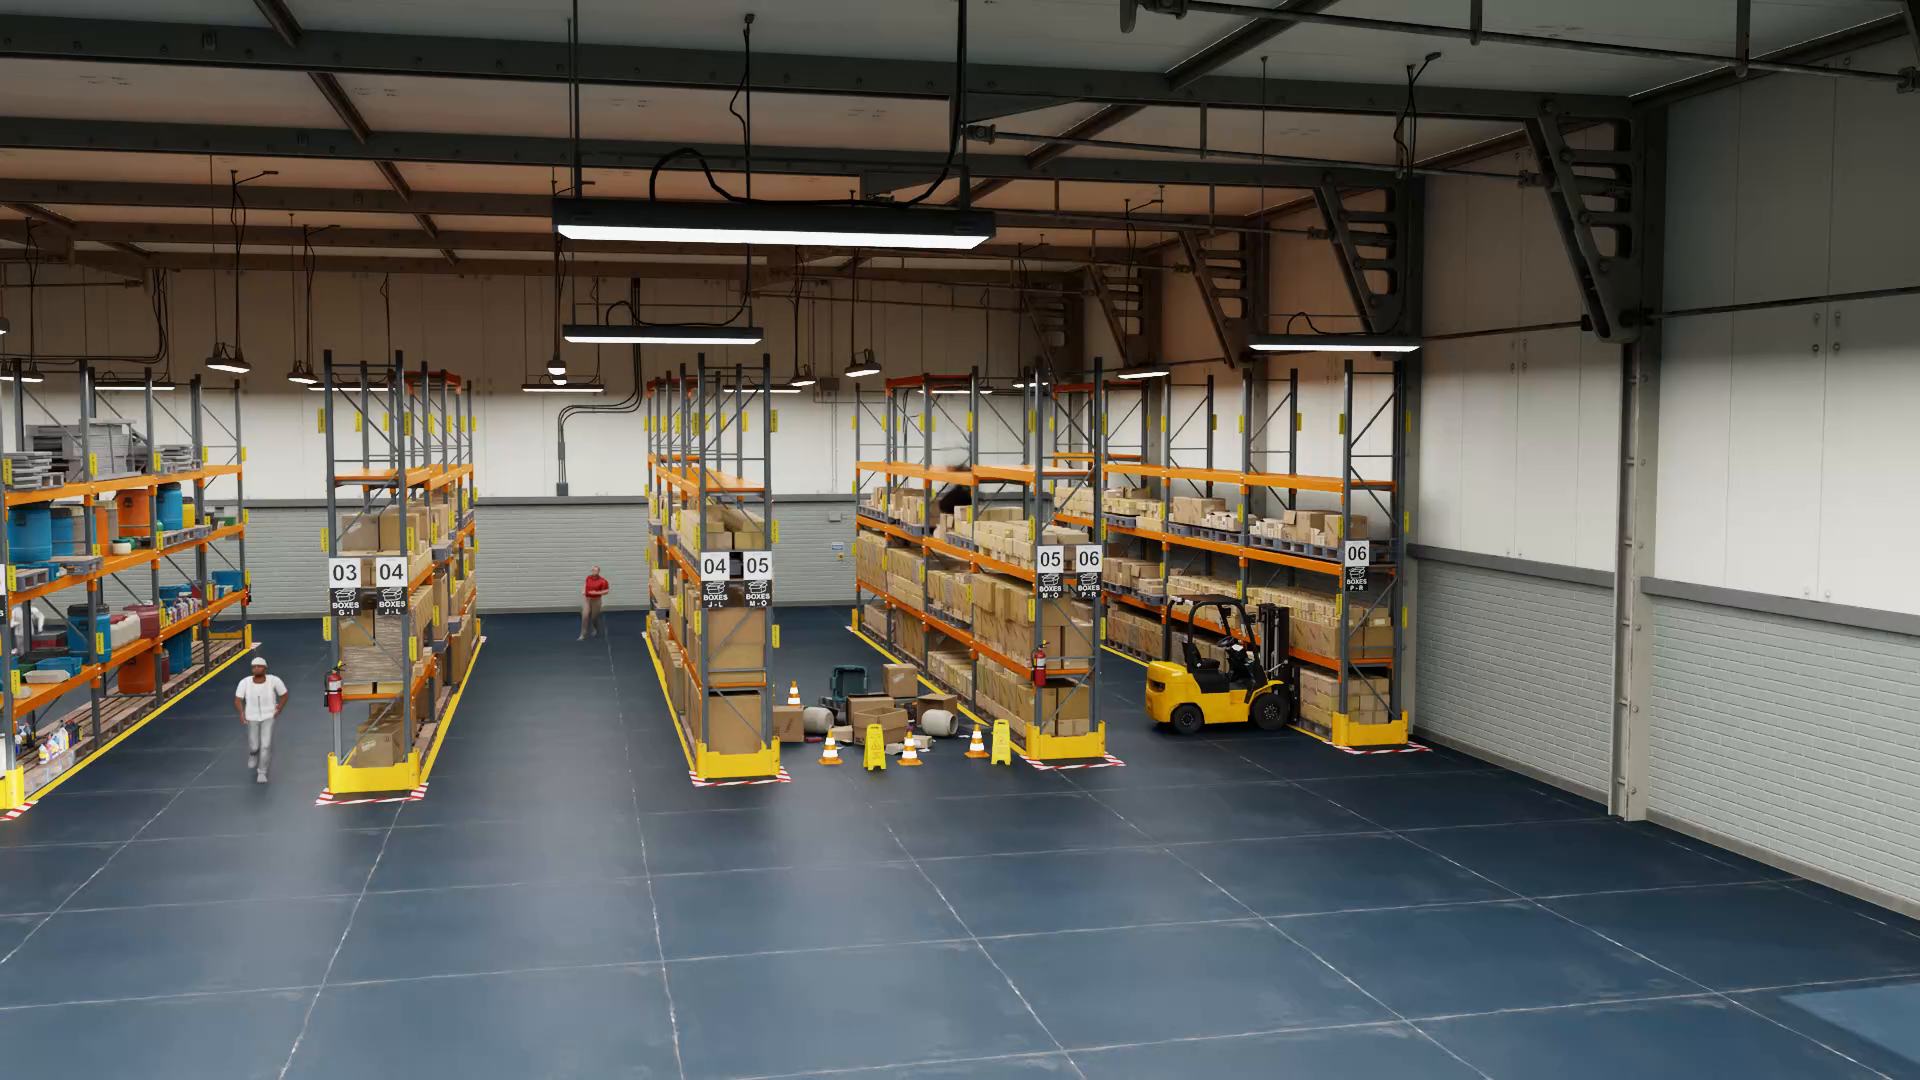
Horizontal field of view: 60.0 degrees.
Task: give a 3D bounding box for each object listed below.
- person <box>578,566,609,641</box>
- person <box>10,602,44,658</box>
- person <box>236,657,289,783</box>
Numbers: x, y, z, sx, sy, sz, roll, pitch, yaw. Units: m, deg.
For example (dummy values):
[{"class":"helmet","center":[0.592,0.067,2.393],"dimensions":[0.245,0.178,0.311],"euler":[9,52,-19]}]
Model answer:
[{"class":"person","center":[-8.499,1.476,38.774],"dimensions":[0.688,1.738,0.887],"euler":[1,4,11]},{"class":"person","center":[-18.244,1.903,32.467],"dimensions":[0.592,1.756,0.756],"euler":[-1,4,-19]},{"class":"person","center":[-9.851,2.512,23.492],"dimensions":[0.698,1.741,0.662],"euler":[-1,4,-18]}]
